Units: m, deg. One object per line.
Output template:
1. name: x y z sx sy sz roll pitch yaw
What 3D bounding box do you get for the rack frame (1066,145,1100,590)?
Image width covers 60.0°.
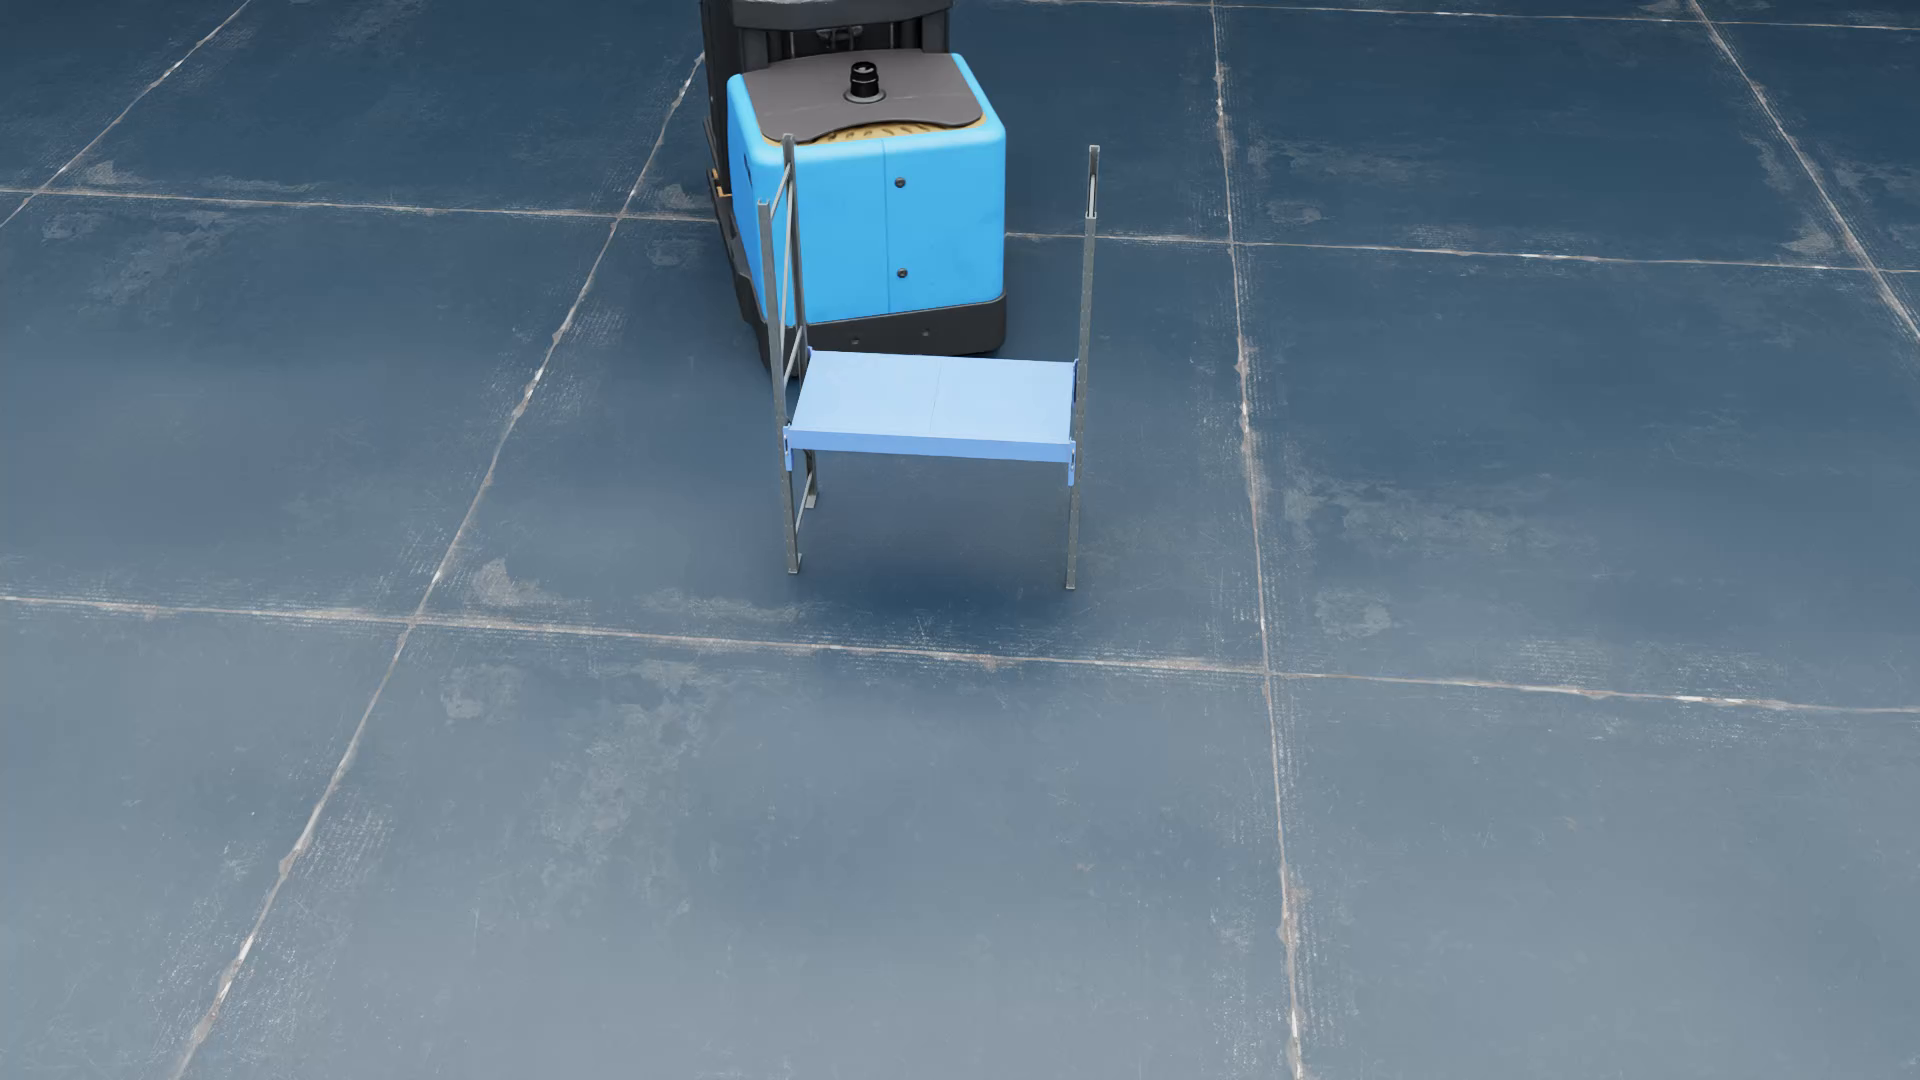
1. rack frame: 0.421 -0.559 5.748 0.032 1.500 0.500 3 39 4

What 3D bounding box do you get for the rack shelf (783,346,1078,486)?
1. rack shelf: -0.085 -0.447 5.896 1.000 0.185 0.538 3 39 4

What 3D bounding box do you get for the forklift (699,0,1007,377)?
1. forklift: -0.645 -2.758 7.316 1.130 2.935 3.031 -9 40 -10

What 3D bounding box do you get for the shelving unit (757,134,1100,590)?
1. shelving unit: -0.085 -0.586 5.782 1.048 1.500 0.538 3 39 4

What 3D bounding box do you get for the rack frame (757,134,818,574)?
1. rack frame: -0.591 -0.614 5.816 0.032 1.500 0.500 3 39 4
